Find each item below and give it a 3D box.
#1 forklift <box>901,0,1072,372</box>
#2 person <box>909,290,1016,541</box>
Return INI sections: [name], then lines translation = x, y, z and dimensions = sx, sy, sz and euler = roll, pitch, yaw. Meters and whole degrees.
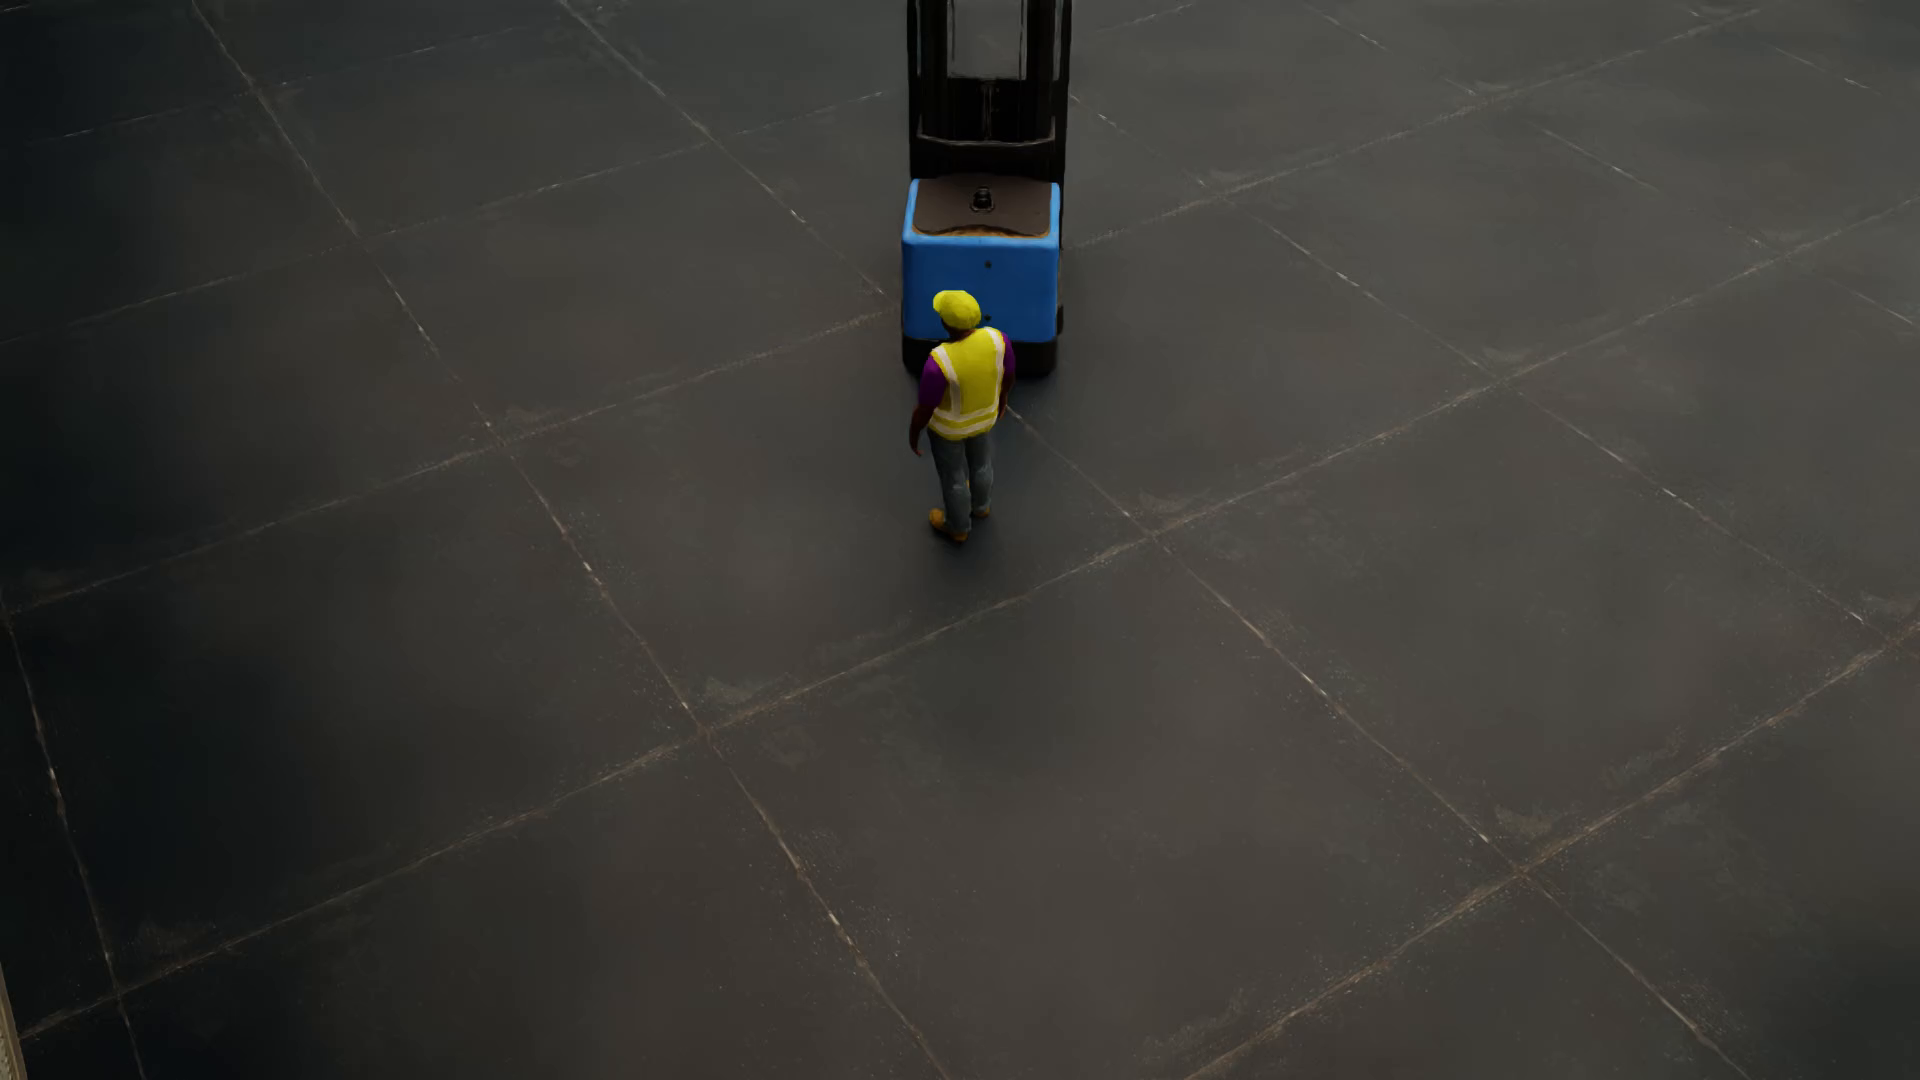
[forklift]
translation = 0.207, -3.197, 11.530
dimensions = 1.130, 2.935, 3.031
euler = 2, 41, 2
[person]
translation = -0.033, -0.741, 9.533
dimensions = 0.665, 1.766, 0.576
euler = -23, 46, -24
